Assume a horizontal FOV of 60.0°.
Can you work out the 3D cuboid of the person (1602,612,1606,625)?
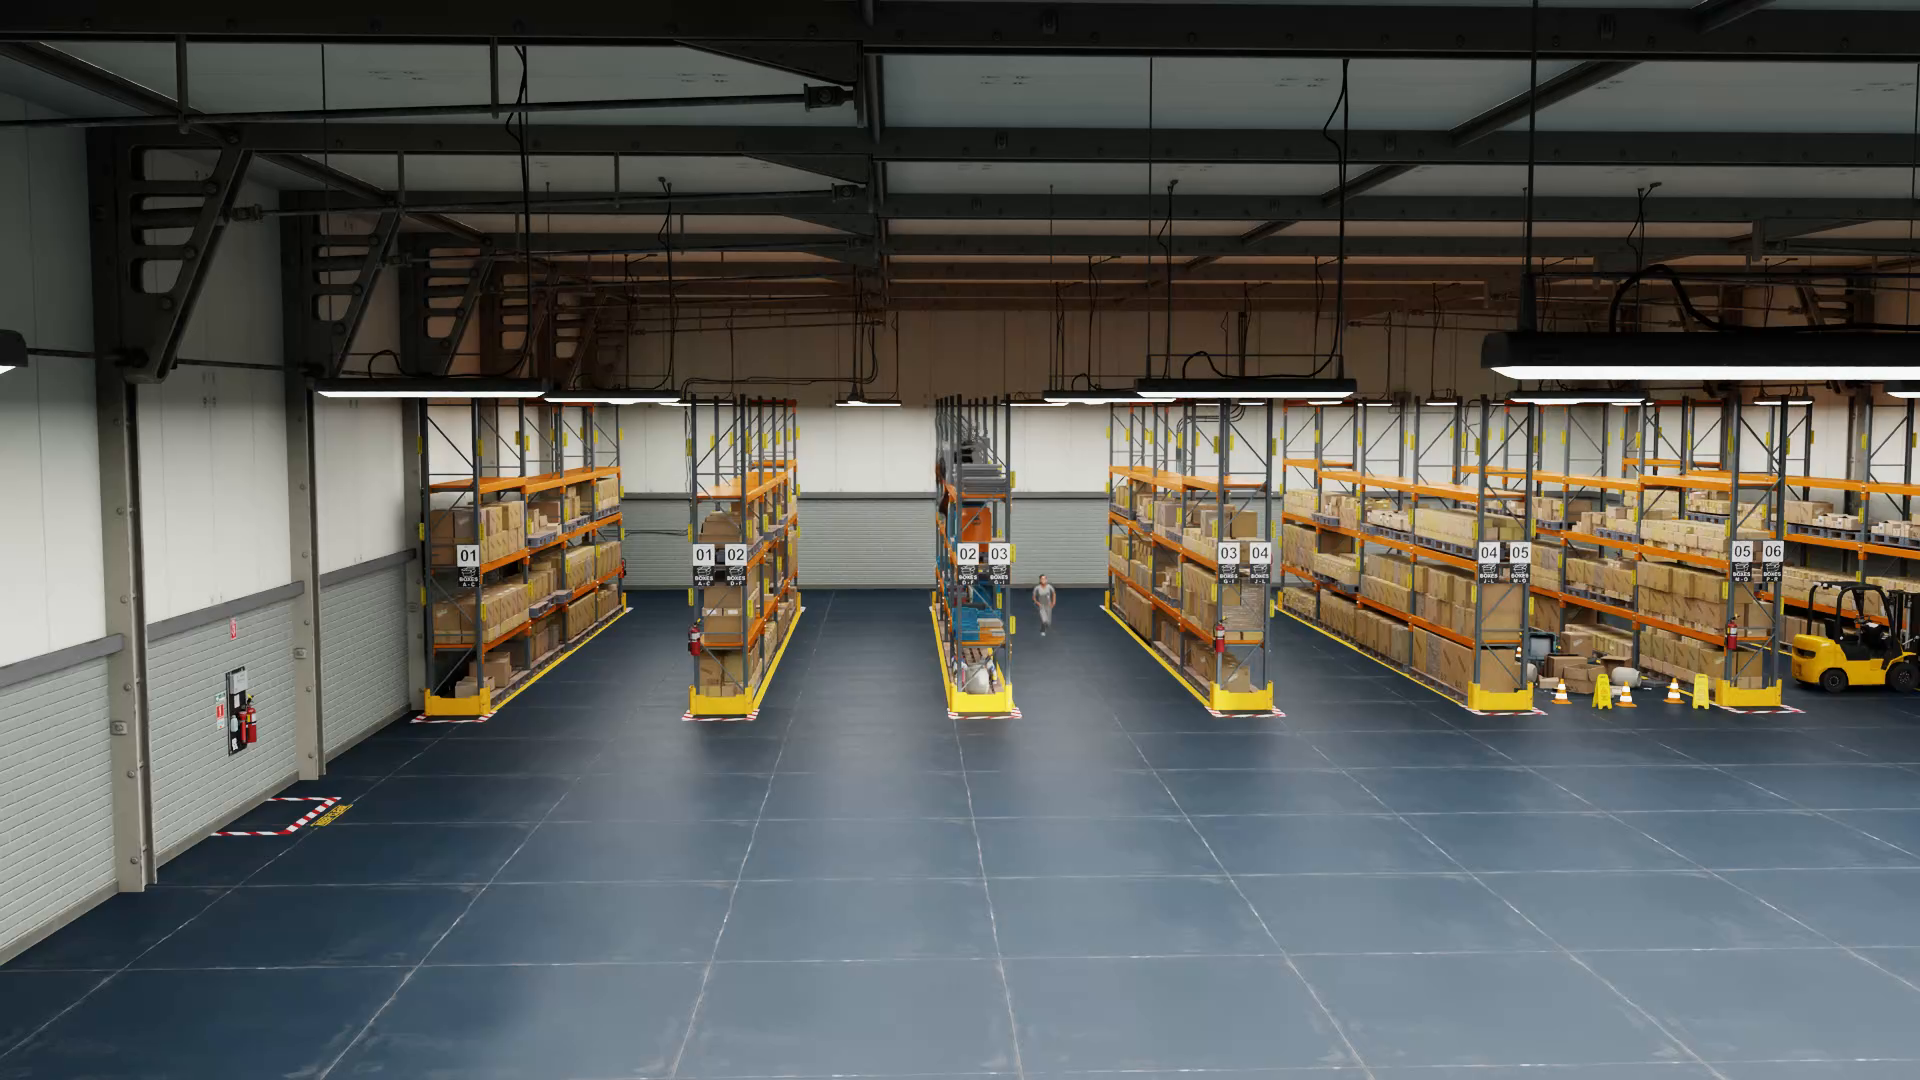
[{"bbox_3d":[16.426,1.507,42.474,0.659,1.745,0.590,0,5,-3],"label":"person"}]

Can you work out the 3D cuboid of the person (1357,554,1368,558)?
[{"bbox_3d":[11.461,1.114,47.407,0.660,1.781,0.885,-2,5,-26],"label":"person"}]

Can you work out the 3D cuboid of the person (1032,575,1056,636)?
[{"bbox_3d":[2.023,1.559,40.010,0.579,1.478,0.634,0,5,-5],"label":"person"}]

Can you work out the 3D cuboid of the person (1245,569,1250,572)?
[{"bbox_3d":[8.062,1.135,47.341,0.712,1.739,0.629,2,5,20],"label":"person"}]
